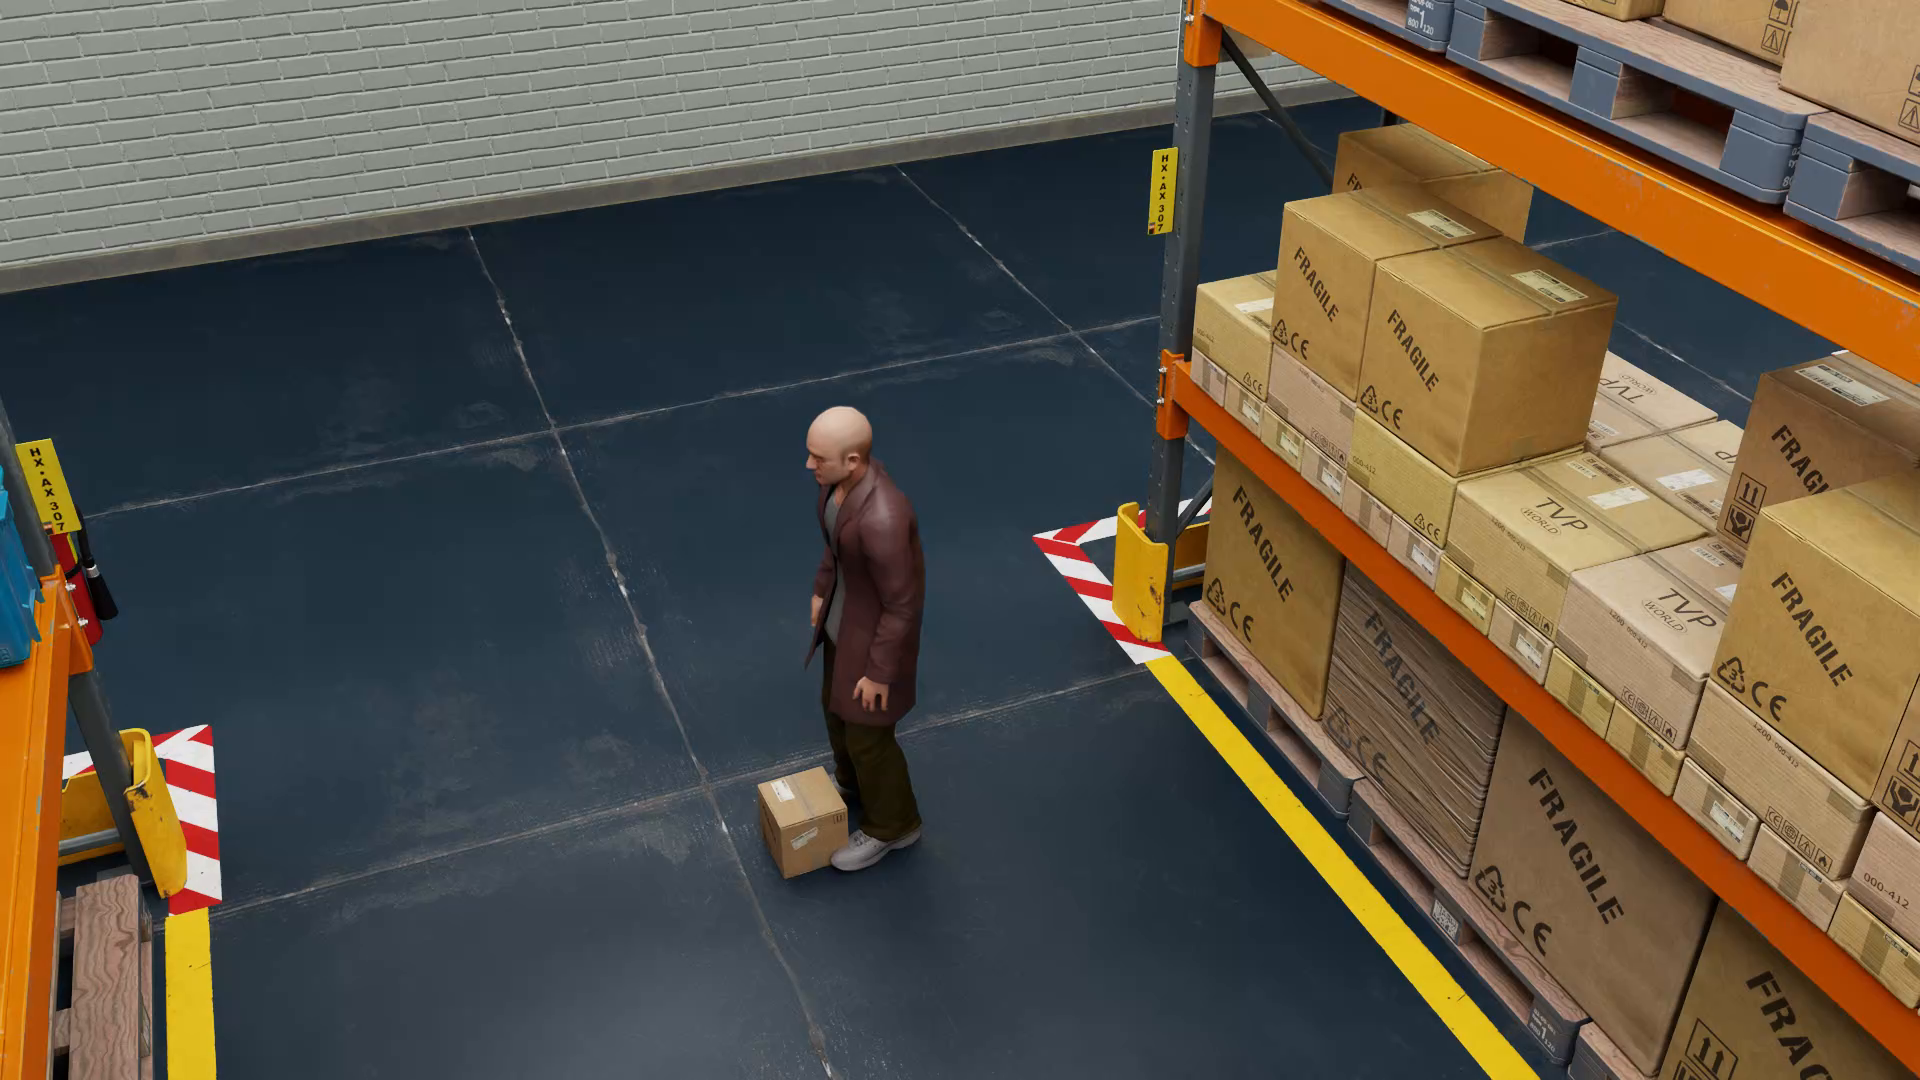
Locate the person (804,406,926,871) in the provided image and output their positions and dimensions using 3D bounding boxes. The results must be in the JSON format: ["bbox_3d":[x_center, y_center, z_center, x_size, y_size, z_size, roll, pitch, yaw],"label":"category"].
[{"bbox_3d":[-0.339,0.321,5.660,0.424,1.774,0.643,-13,35,-19],"label":"person"}]
